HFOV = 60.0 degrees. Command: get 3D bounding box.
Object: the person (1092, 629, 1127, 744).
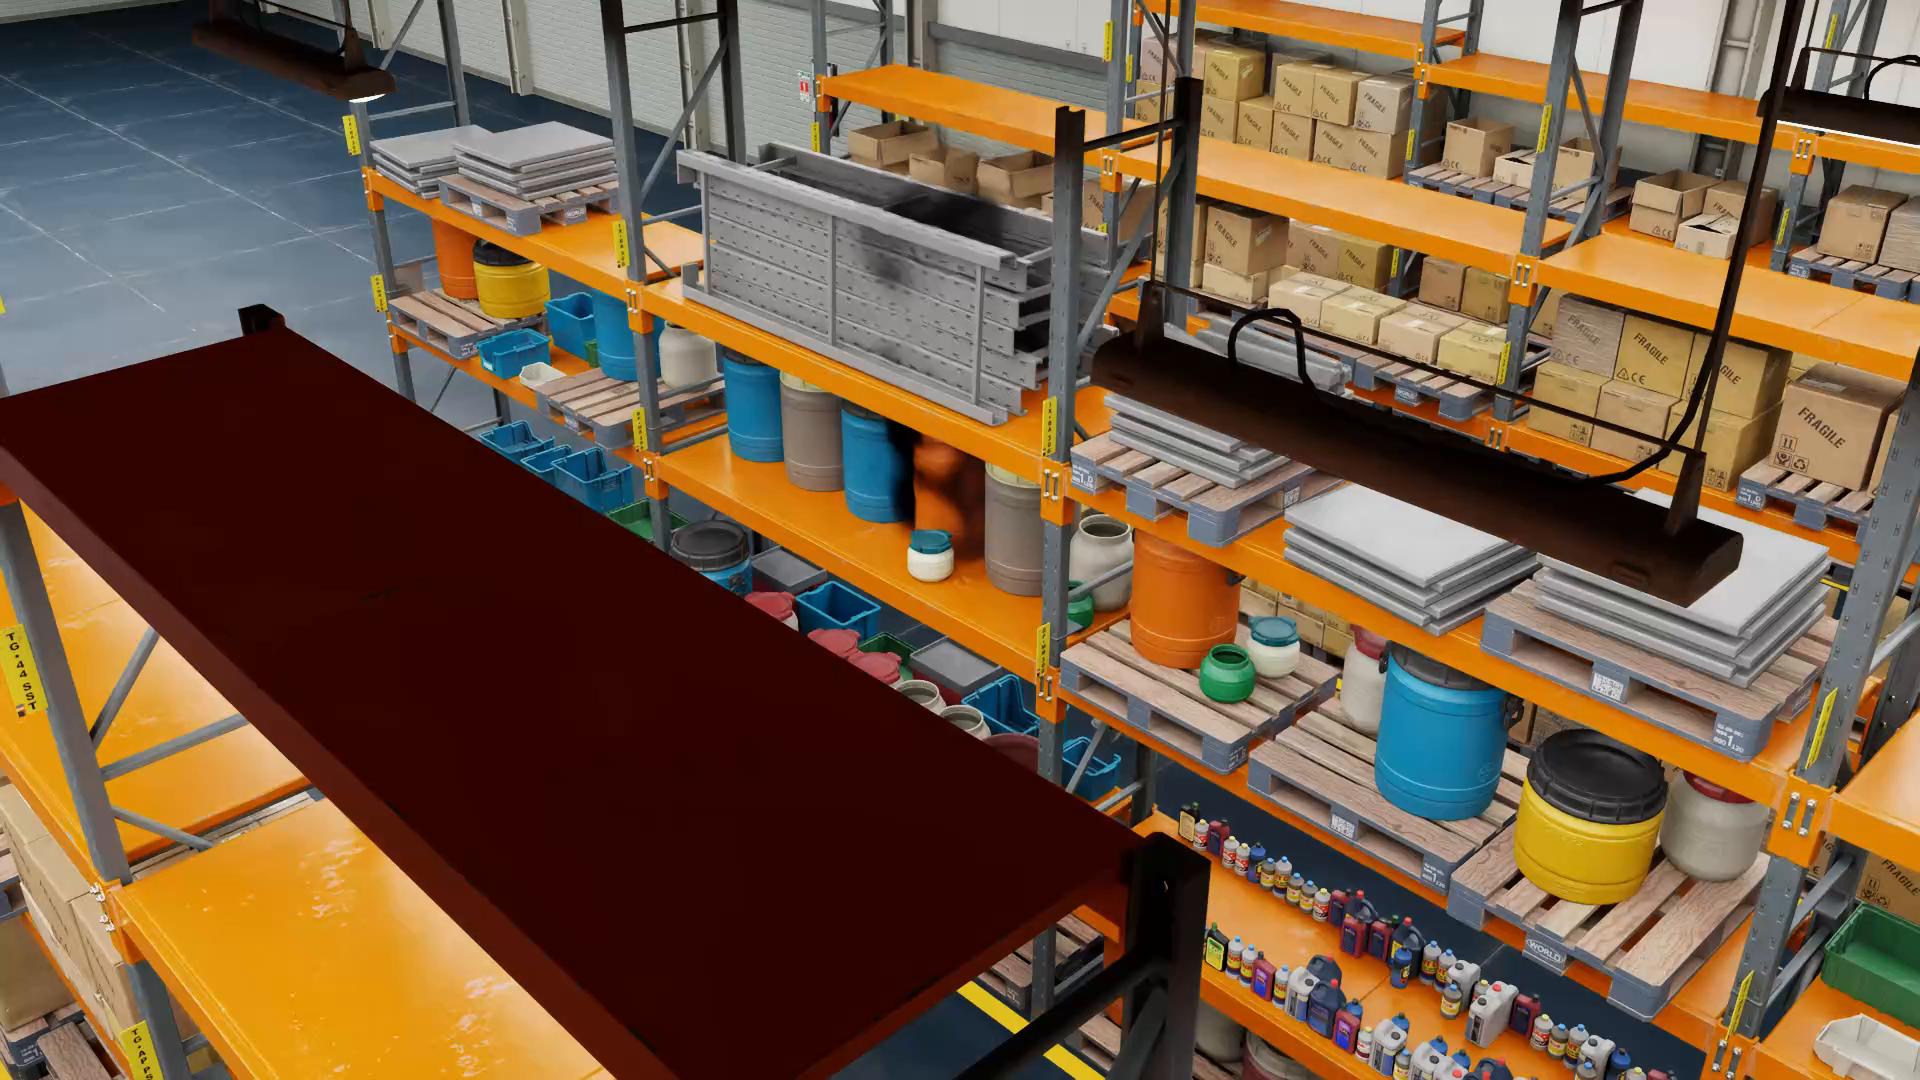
[{"bbox_3d":[1.190,0.782,13.027,0.557,1.722,0.625,21,35,34],"label":"person"}]
